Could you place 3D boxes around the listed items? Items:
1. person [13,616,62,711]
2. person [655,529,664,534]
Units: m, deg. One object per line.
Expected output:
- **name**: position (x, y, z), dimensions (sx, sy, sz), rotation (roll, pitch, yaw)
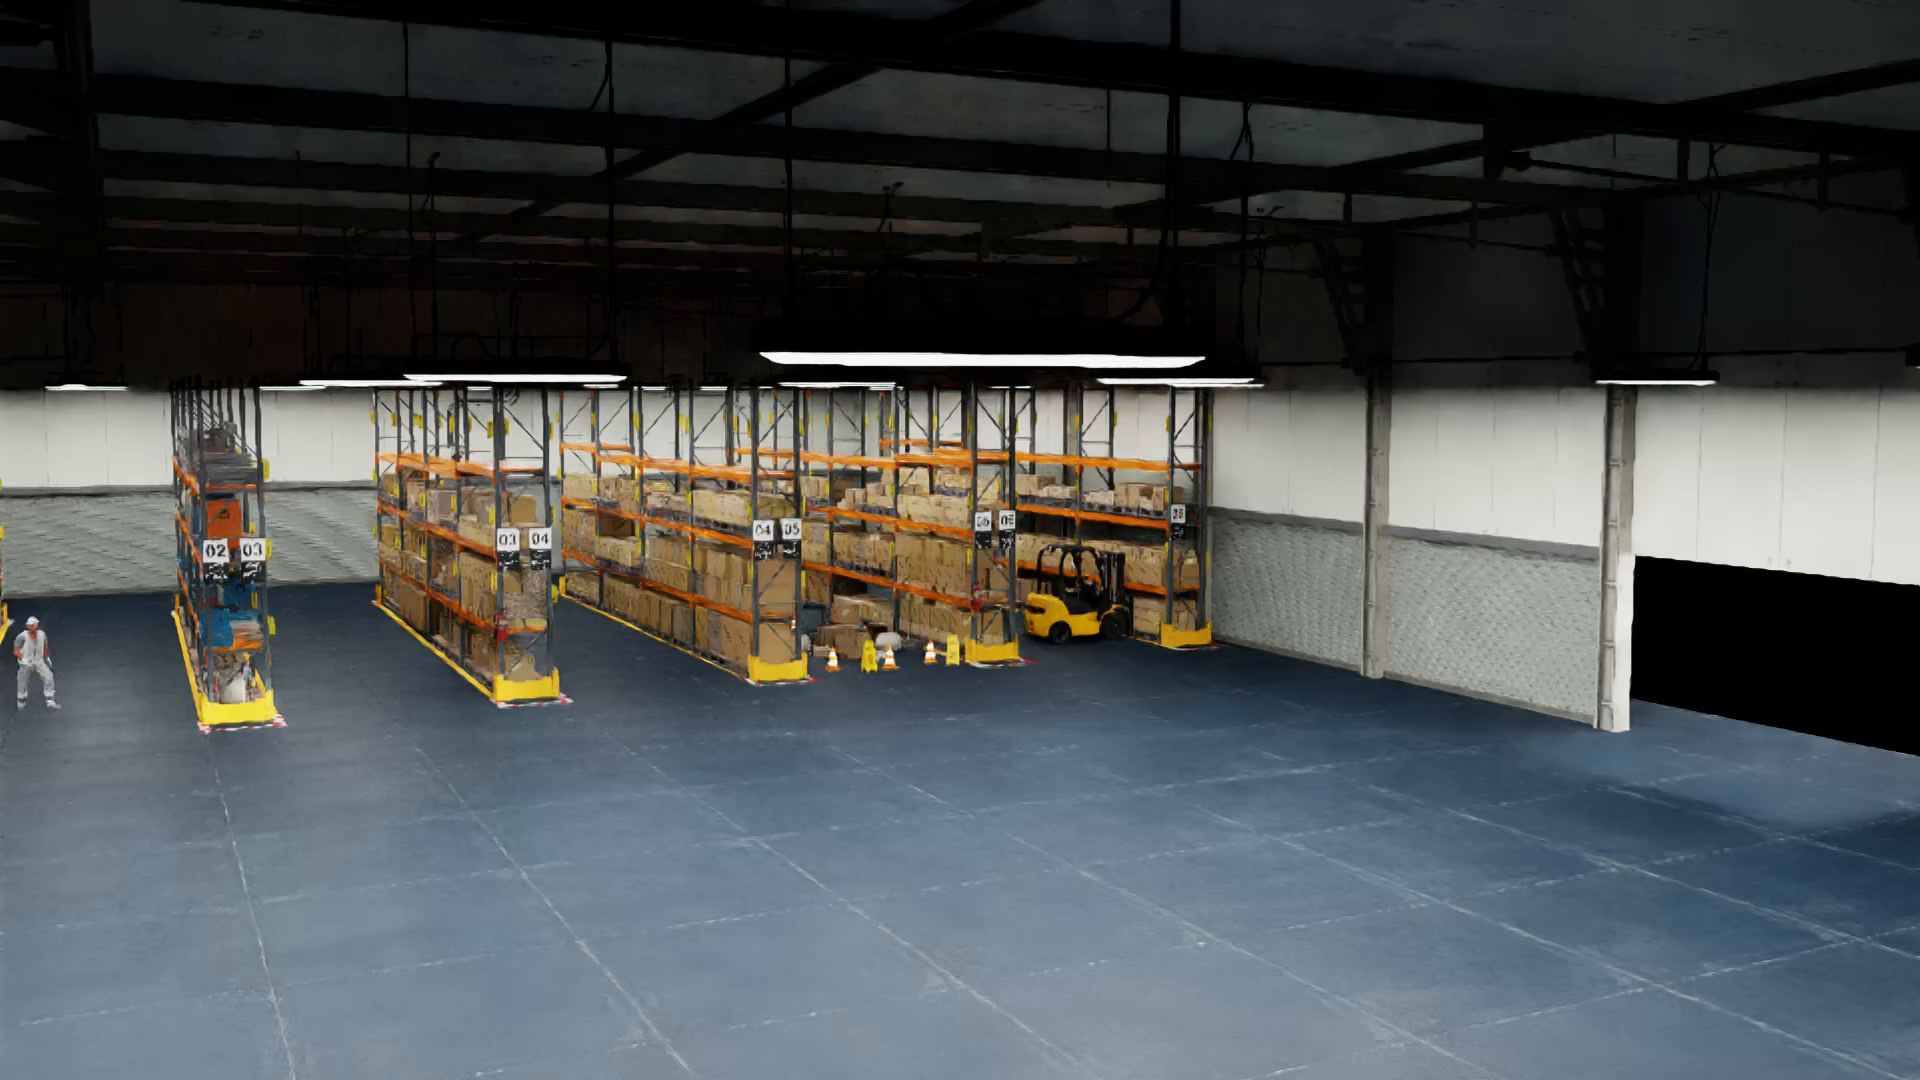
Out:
- **person**: position (-16.590, 2.210, 29.758), dimensions (0.793, 1.722, 0.675), rotation (5, 7, 43)
- **person**: position (-8.840, 0.501, 49.500), dimensions (0.564, 1.665, 0.498), rotation (4, 6, 38)
